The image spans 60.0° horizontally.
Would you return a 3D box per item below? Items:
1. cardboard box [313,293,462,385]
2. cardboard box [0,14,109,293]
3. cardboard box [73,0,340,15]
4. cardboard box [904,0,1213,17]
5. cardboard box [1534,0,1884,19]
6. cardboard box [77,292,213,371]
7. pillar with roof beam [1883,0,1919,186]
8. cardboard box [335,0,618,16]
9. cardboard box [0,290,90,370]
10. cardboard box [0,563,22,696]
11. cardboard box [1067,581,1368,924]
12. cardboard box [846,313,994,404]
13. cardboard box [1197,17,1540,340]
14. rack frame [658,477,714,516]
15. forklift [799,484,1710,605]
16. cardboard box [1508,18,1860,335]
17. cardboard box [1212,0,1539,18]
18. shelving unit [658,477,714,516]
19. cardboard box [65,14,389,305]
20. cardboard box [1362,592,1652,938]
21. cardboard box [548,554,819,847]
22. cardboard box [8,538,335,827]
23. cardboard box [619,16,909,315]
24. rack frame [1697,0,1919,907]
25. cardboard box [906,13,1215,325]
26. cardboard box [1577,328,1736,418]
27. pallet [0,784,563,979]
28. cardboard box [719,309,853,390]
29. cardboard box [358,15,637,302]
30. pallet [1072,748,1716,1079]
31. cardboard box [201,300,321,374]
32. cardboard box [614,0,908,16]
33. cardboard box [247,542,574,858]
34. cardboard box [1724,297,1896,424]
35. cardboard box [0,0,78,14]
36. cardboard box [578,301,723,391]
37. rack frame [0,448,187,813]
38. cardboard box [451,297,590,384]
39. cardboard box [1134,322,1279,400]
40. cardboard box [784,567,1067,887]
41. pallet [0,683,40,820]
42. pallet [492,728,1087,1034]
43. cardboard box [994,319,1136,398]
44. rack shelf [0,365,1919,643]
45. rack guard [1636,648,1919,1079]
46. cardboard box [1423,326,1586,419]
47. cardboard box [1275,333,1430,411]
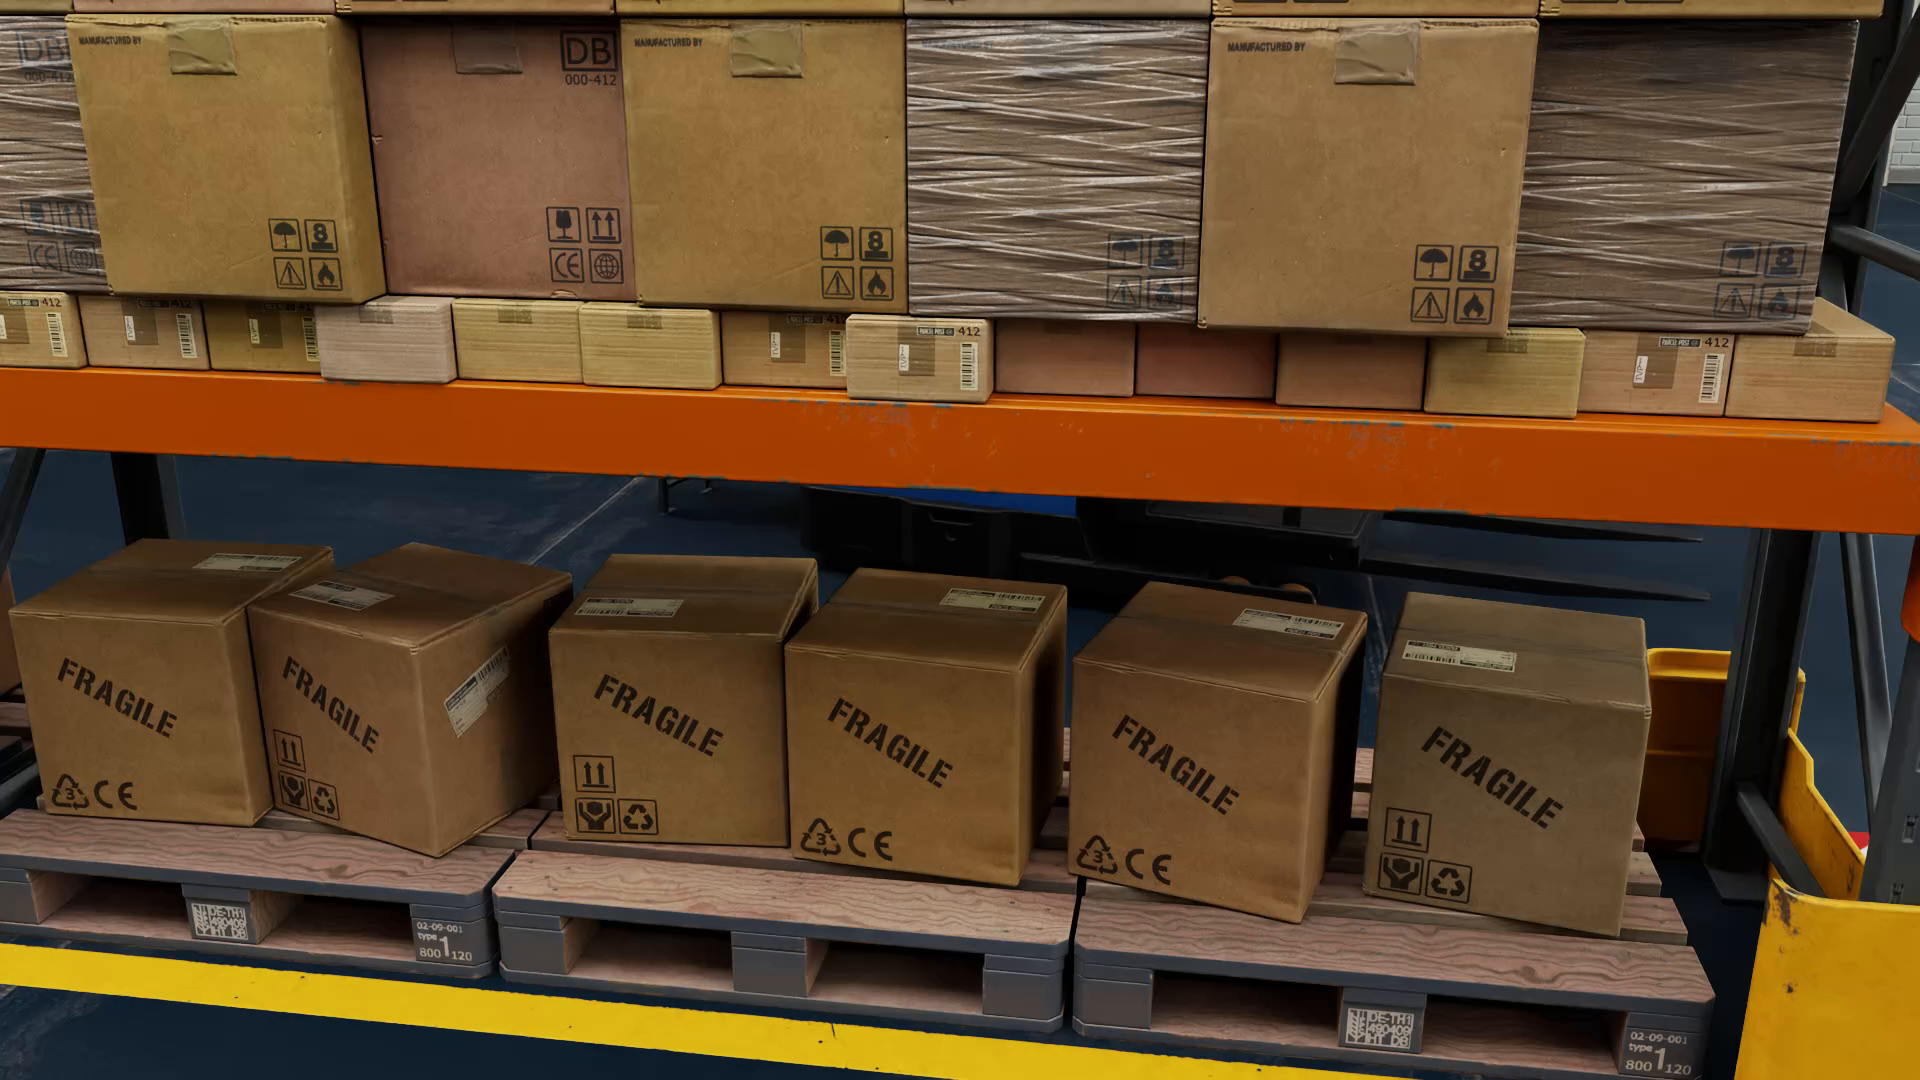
[{"bbox_3d":[-1.036,-0.420,3.227,0.250,0.149,0.380,3,19,9],"label":"cardboard box"},{"bbox_3d":[-1.751,-0.846,3.479,0.500,0.500,0.875,3,19,9],"label":"cardboard box"},{"bbox_3d":[-1.287,-1.235,3.066,0.500,0.500,0.500,3,19,9],"label":"cardboard box"},{"bbox_3d":[0.194,-1.161,2.843,0.500,0.500,0.500,3,19,9],"label":"cardboard box"},{"bbox_3d":[1.182,-1.111,2.695,0.500,0.500,0.500,3,19,9],"label":"cardboard box"},{"bbox_3d":[-1.525,-0.455,3.332,0.250,0.149,0.380,3,19,9],"label":"cardboard box"},{"bbox_3d":[8.816,-6.670,12.056,0.400,9.000,9.100,3,19,9],"label":"pillar with roof beam"},{"bbox_3d":[-0.794,-1.210,2.990,0.500,0.500,0.500,3,19,9],"label":"cardboard box"},{"bbox_3d":[-1.776,-0.459,3.343,0.250,0.149,0.380,3,19,9],"label":"cardboard box"},{"bbox_3d":[-2.788,0.239,4.107,0.500,0.500,0.700,1,19,4],"label":"cardboard box"},{"bbox_3d":[0.555,0.432,3.563,0.500,0.500,0.500,8,20,23],"label":"cardboard box"},{"bbox_3d":[-0.048,-0.372,3.082,0.250,0.149,0.380,3,19,9],"label":"cardboard box"},{"bbox_3d":[0.713,-0.711,3.074,0.500,0.500,0.875,3,19,9],"label":"cardboard box"},{"bbox_3d":[-1.107,-0.865,6.526,0.023,1.500,0.400,7,20,20],"label":"rack frame"},{"bbox_3d":[0.993,-1.271,5.483,3.031,2.935,1.130,7,20,20],"label":"forklift"},{"bbox_3d":[1.226,-0.723,3.111,0.500,0.500,0.875,3,19,9],"label":"cardboard box"},{"bbox_3d":[0.687,-1.135,2.765,0.500,0.500,0.500,3,19,9],"label":"cardboard box"},{"bbox_3d":[-0.766,-0.823,6.400,0.755,1.500,0.431,7,20,20],"label":"shelving unit"},{"bbox_3d":[-1.263,-0.810,3.370,0.500,0.500,0.875,3,19,9],"label":"cardboard box"},{"bbox_3d":[1.150,0.451,3.505,0.500,0.500,0.500,7,20,19],"label":"cardboard box"},{"bbox_3d":[-0.604,0.352,3.801,0.500,0.500,0.500,1,19,4],"label":"cardboard box"},{"bbox_3d":[-1.797,0.319,3.900,0.500,0.500,0.500,2,19,7],"label":"cardboard box"},{"bbox_3d":[-0.266,-0.778,3.276,0.500,0.500,0.875,3,19,9],"label":"cardboard box"},{"bbox_3d":[1.764,-0.498,3.066,0.127,3.000,1.000,3,19,9],"label":"rack frame"},{"bbox_3d":[0.226,-0.750,3.189,0.500,0.500,0.875,3,19,9],"label":"cardboard box"},{"bbox_3d":[1.203,-0.342,2.993,0.250,0.149,0.380,3,19,9],"label":"cardboard box"},{"bbox_3d":[-1.516,0.645,4.042,1.213,0.211,1.003,3,19,9],"label":"pallet"},{"bbox_3d":[-0.283,-0.406,3.185,0.250,0.149,0.380,3,19,9],"label":"cardboard box"},{"bbox_3d":[-0.753,-0.816,3.389,0.500,0.500,0.875,3,19,9],"label":"cardboard box"},{"bbox_3d":[0.893,0.768,3.675,1.213,0.211,1.003,3,19,9],"label":"pallet"},{"bbox_3d":[-1.276,-0.445,3.303,0.250,0.149,0.380,3,19,9],"label":"cardboard box"},{"bbox_3d":[-0.298,-1.188,2.925,0.500,0.500,0.500,3,19,9],"label":"cardboard box"},{"bbox_3d":[-1.230,0.346,3.821,0.500,0.500,0.500,9,21,26],"label":"cardboard box"},{"bbox_3d":[1.450,-0.329,2.955,0.250,0.149,0.380,3,19,9],"label":"cardboard box"},{"bbox_3d":[-1.781,-1.260,3.140,0.500,0.500,0.500,3,19,9],"label":"cardboard box"},{"bbox_3d":[-0.537,-0.404,3.180,0.250,0.149,0.380,3,19,9],"label":"cardboard box"},{"bbox_3d":[-2.185,-0.700,3.667,0.127,3.000,1.000,3,19,9],"label":"rack frame"},{"bbox_3d":[-0.783,-0.420,3.228,0.250,0.149,0.380,3,19,9],"label":"cardboard box"},{"bbox_3d":[0.464,-0.381,3.111,0.250,0.149,0.380,3,19,9],"label":"cardboard box"},{"bbox_3d":[-0.060,0.394,3.675,0.500,0.500,0.500,5,19,14],"label":"cardboard box"},{"bbox_3d":[-2.954,0.584,4.225,1.213,0.211,1.003,3,19,9],"label":"pallet"},{"bbox_3d":[-0.308,0.706,3.860,1.213,0.211,1.003,3,19,9],"label":"pallet"},{"bbox_3d":[0.213,-0.387,3.128,0.250,0.149,0.380,3,19,9],"label":"cardboard box"},{"bbox_3d":[-0.210,-0.258,3.481,4.000,0.370,1.077,3,19,9],"label":"rack shelf"},{"bbox_3d":[1.689,0.683,3.474,0.348,0.500,1.175,3,19,9],"label":"rack guard"},{"bbox_3d":[0.948,-0.338,2.983,0.250,0.149,0.380,3,19,9],"label":"cardboard box"},{"bbox_3d":[0.704,-0.356,3.035,0.250,0.149,0.380,3,19,9],"label":"cardboard box"}]
